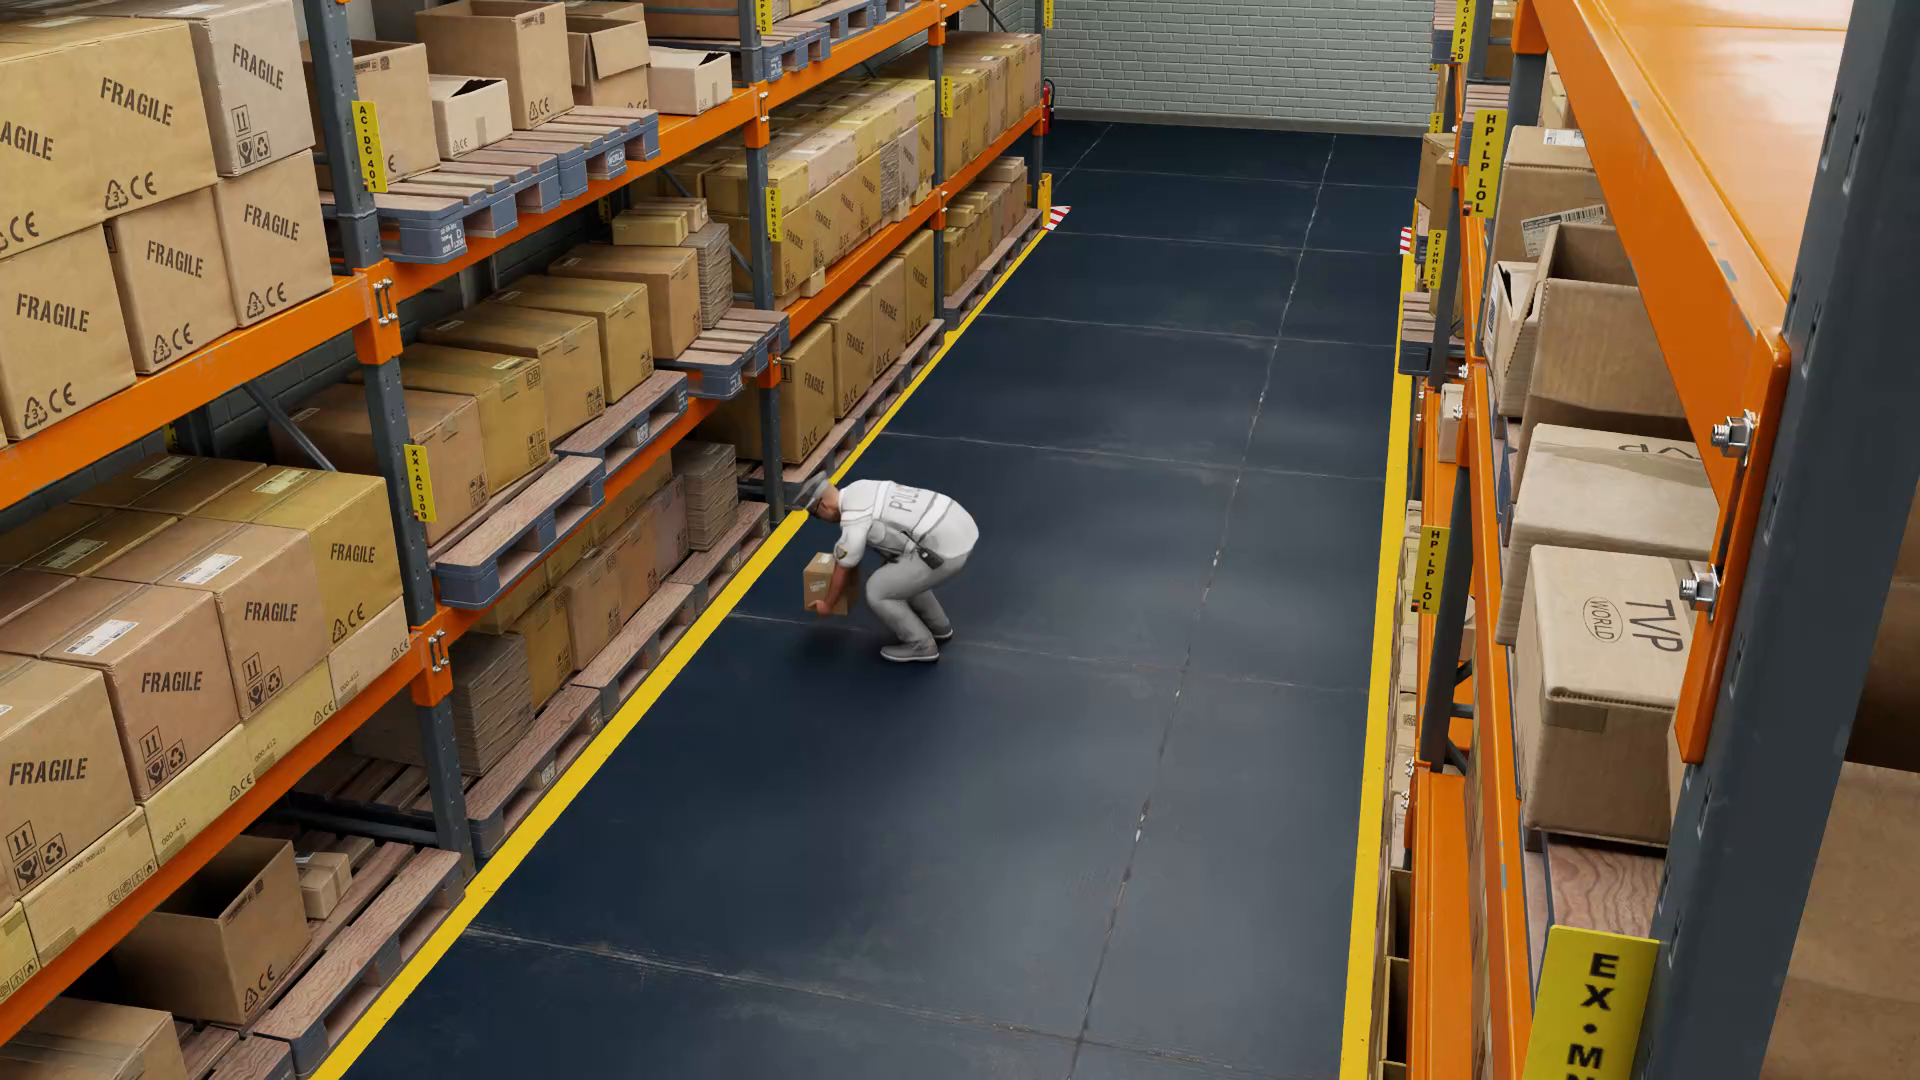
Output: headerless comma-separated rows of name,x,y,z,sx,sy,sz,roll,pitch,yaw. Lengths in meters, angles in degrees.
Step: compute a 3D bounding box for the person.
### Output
person,-0.412,0.123,9.203,1.015,1.023,0.540,5,26,11
